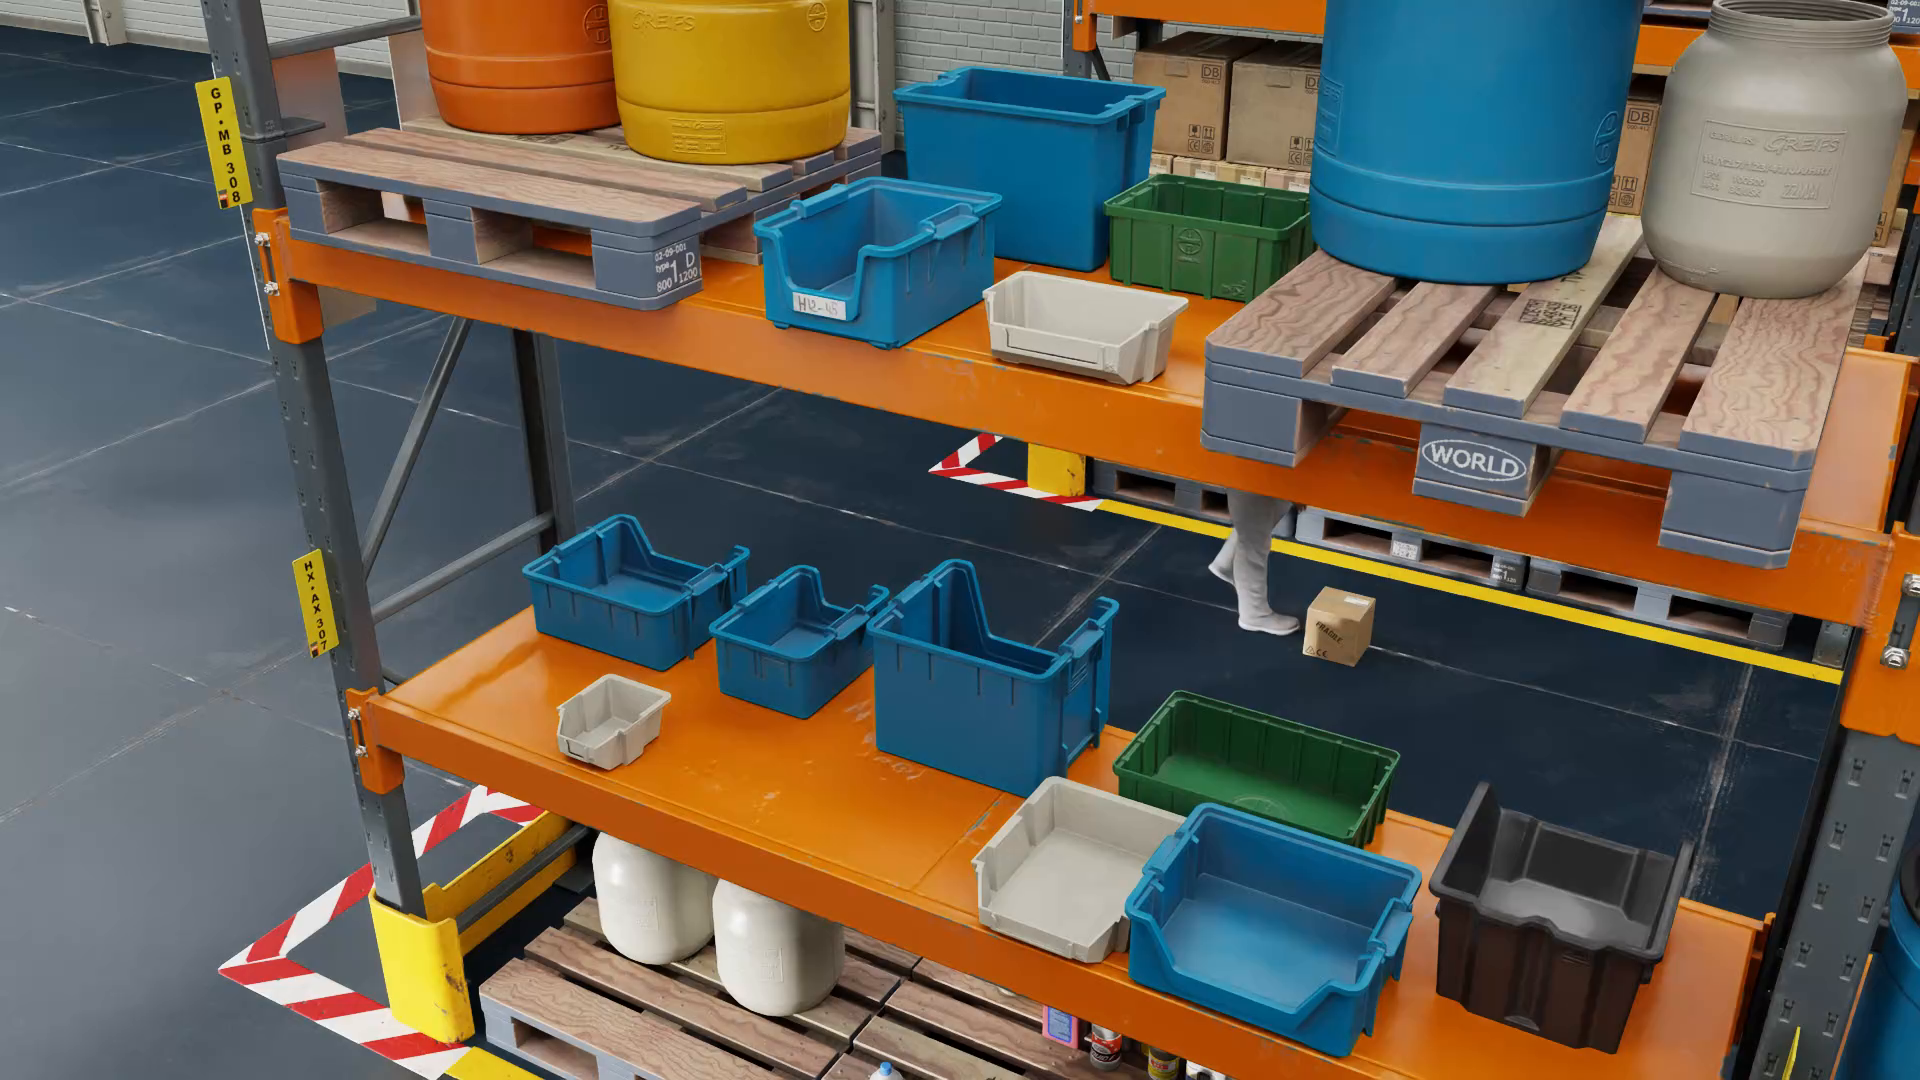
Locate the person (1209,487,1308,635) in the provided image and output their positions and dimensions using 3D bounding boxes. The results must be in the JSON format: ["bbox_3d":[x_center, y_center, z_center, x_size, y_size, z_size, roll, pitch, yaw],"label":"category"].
[{"bbox_3d":[1.425,-0.346,7.765,0.472,1.681,0.636,7,28,14],"label":"person"}]
